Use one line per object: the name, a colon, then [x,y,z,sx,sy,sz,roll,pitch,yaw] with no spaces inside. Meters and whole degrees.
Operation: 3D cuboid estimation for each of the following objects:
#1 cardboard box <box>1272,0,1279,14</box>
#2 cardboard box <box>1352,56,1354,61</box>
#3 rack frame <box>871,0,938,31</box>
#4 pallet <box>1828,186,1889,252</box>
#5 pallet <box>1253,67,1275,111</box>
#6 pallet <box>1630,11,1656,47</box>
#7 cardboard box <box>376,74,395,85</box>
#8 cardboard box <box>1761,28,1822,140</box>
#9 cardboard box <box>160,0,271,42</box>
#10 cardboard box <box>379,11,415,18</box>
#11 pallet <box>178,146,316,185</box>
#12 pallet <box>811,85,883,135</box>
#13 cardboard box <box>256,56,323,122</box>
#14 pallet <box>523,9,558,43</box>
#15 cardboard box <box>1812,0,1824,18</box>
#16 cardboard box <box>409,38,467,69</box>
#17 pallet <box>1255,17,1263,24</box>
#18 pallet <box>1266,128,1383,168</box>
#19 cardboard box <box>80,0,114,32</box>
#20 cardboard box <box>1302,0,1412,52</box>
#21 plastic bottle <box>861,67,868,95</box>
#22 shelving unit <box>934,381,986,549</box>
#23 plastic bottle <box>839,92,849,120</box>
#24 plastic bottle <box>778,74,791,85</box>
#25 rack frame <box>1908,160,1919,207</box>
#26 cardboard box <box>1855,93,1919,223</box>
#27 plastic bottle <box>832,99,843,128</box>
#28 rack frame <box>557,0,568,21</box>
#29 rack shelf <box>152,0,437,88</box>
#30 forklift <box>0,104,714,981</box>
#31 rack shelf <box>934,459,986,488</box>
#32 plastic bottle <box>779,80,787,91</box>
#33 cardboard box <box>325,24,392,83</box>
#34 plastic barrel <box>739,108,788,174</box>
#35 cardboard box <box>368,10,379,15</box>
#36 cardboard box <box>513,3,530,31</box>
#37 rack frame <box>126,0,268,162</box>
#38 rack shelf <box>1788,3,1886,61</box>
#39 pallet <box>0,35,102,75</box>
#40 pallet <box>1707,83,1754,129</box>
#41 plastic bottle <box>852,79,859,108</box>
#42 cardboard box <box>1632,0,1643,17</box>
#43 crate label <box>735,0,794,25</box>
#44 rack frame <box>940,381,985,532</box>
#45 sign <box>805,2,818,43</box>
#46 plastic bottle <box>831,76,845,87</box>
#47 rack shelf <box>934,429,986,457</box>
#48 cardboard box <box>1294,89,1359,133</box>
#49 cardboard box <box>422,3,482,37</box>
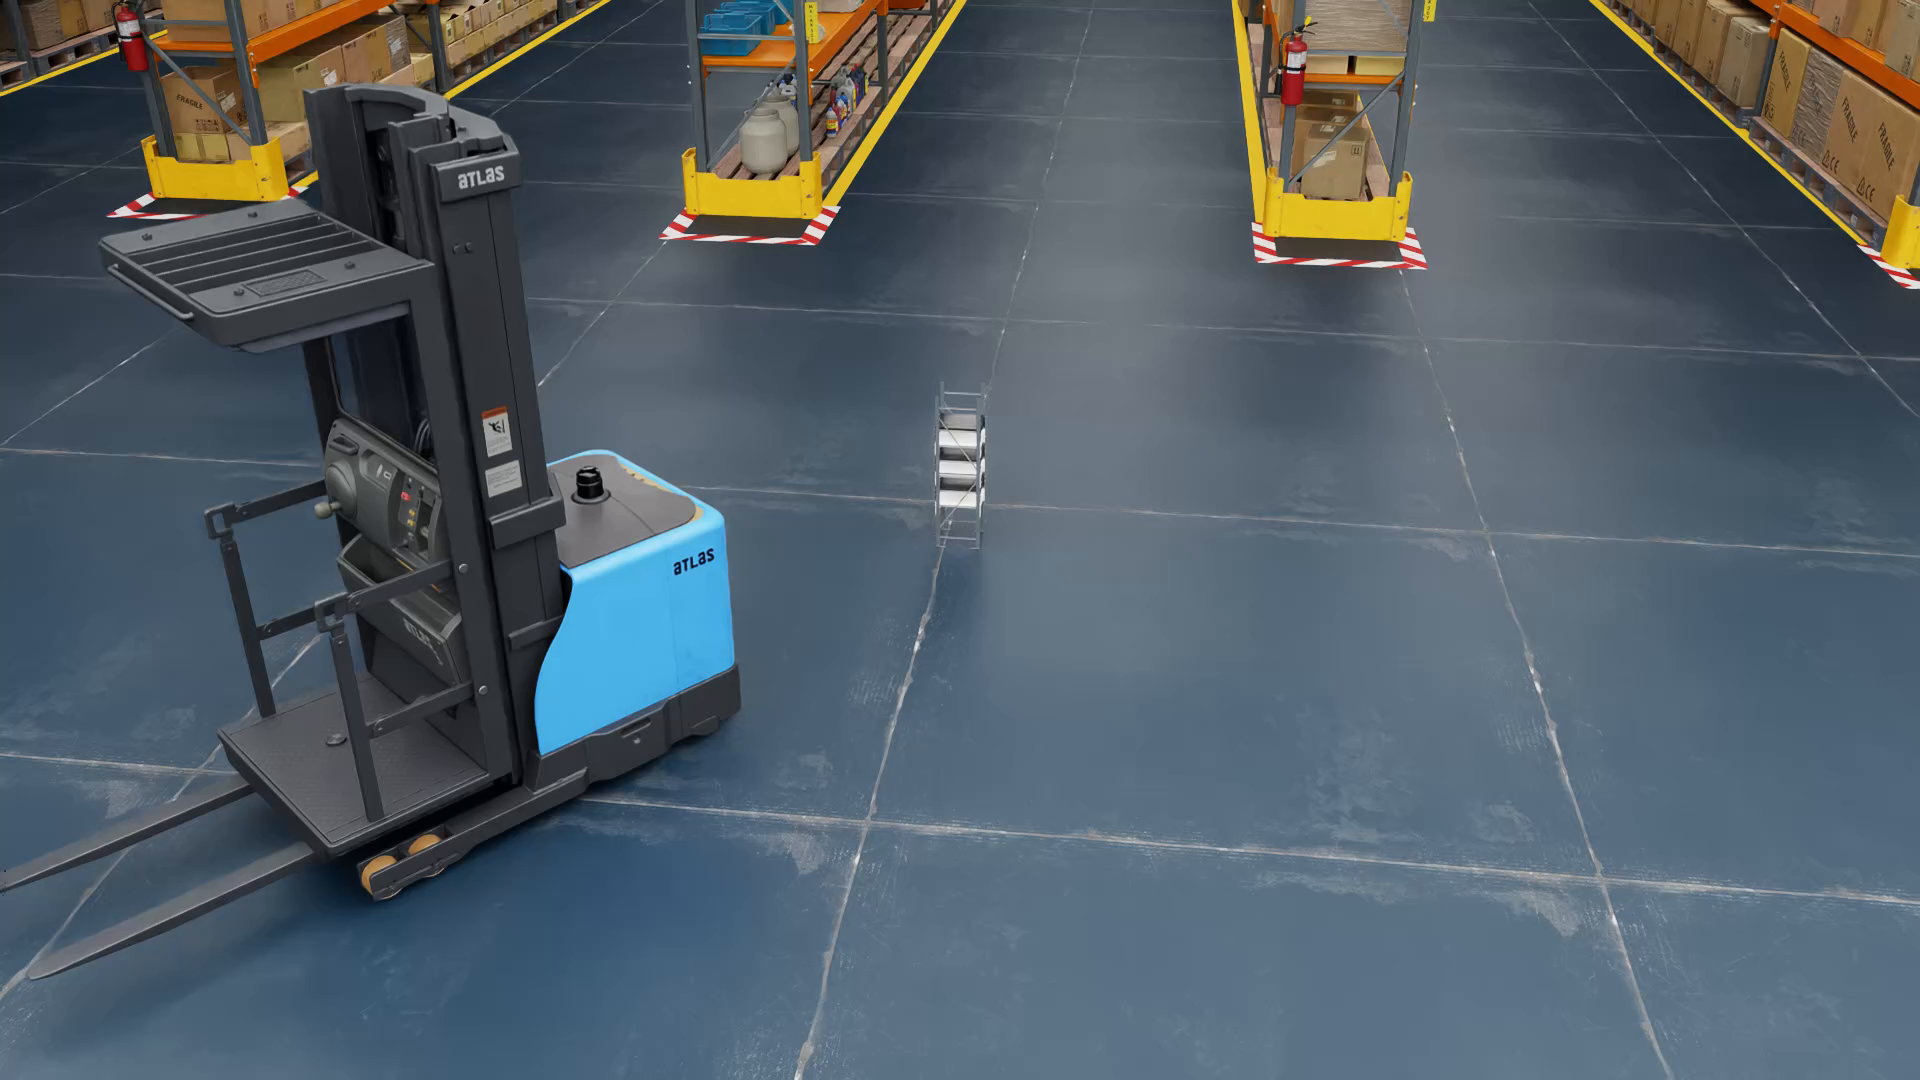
cardboard box: [3.173,-5.107,15.831,0.380,0.149,0.250,3,28,6]
cardboard box: [3.468,-4.014,13.803,0.380,0.149,0.250,3,28,6]
rack frame: [-0.788,-7.941,20.828,1.000,3.000,0.127,3,28,6]
pallet: [8.078,-2.705,14.049,1.003,0.211,1.213,3,28,6]
pallet: [3.731,-4.910,18.140,1.003,0.211,1.213,3,28,6]
pallet: [9.135,-6.458,21.014,1.003,0.211,1.213,3,28,6]
cardboard box: [-6.152,-4.620,17.120,0.500,0.250,0.500,3,28,6]
cardboard box: [8.401,-4.392,16.038,0.875,0.875,0.875,4,29,7]
cardboard box: [-6.614,-4.728,14.758,0.700,0.500,0.500,3,28,6]
cardboard box: [-6.429,-5.777,18.675,0.500,0.311,0.500,3,28,6]
pallet: [-6.632,-3.600,15.710,1.003,0.211,1.213,3,28,6]
pallet: [-1.402,-4.517,17.412,1.003,0.211,1.213,3,28,6]
cardboard box: [-6.338,-4.245,15.632,0.500,0.500,0.500,3,28,6]
pallet: [-5.844,-6.618,21.312,1.003,0.211,1.213,3,28,6]
cardboard box: [8.469,-5.066,15.333,0.875,0.550,0.550,3,28,6]
cardboard box: [-5.899,-5.498,18.749,0.500,0.250,0.500,3,28,5]
pallet: [4.299,-6.793,21.636,1.003,0.211,1.213,3,28,6]
pallet: [3.443,-3.649,15.800,1.003,0.211,1.213,3,28,6]
cardboard box: [-10.921,-6.559,20.433,0.700,0.500,0.500,4,29,7]
cardboard box: [3.242,-4.320,13.687,0.875,0.500,0.500,3,28,6]
plastic bottle: [-1.010,-4.811,17.417,0.061,0.283,0.133,5,29,9]
shelving unit: [0.001,-0.400,9.044,0.258,0.900,0.210,3,28,6]
plastic bottle: [-1.158,-4.307,16.495,0.097,0.271,0.097,0,28,0]
plastic bottle: [-1.812,-4.641,17.031,0.144,0.351,0.185,2,28,4]
rack frame: [8.057,-3.552,12.680,1.000,3.000,0.127,3,28,6]
cardboard box: [8.075,-3.124,13.684,0.875,0.875,0.875,4,29,6]
plastic bottle: [-1.195,-4.165,16.231,0.097,0.271,0.097,0,28,0]
rack frame: [-5.704,-8.231,21.365,1.000,3.000,0.127,3,28,6]
rack shelf: [-6.439,-5.090,16.294,1.077,0.370,4.000,3,28,6]
forklift: [-2.460,-0.102,6.416,2.937,2.867,1.118,-24,37,-37]
rack shelf: [0.001,-0.371,9.059,0.258,0.077,0.200,3,28,6]
plastic bottle: [-1.793,-4.535,16.918,0.097,0.271,0.097,0,28,0]
cardboard box: [-6.164,-4.951,16.944,0.500,0.500,0.500,3,28,6]
plastic barrel: [-1.764,-3.579,14.912,0.421,0.512,0.421,0,28,0]
cardboard box: [-6.562,-5.452,17.874,0.500,0.500,0.500,3,28,6]
cardboard box: [-5.651,-6.464,20.542,0.500,0.250,0.500,4,29,7]
rack frame: [-6.684,-4.465,14.376,1.000,3.000,0.127,3,28,6]
rack shelf: [8.302,-4.263,14.552,0.919,0.124,3.809,3,28,6]
pallet: [-11.017,-5.773,19.743,1.003,0.211,1.213,3,28,6]
pallet: [8.567,-4.575,17.519,1.003,0.211,1.213,3,28,6]
plastic bottle: [-1.074,-4.567,16.965,0.061,0.283,0.133,5,29,10]
cardboard box: [8.926,-6.971,21.220,0.500,0.500,0.500,4,29,8]
crate label: [-1.812,-5.073,15.467,0.502,0.435,0.616,3,28,6]
rack frame: [0.013,-0.448,9.132,0.240,0.900,0.006,3,28,6]
sign: [-1.223,-4.263,13.709,0.100,0.325,0.005,3,28,6]
plastic bottle: [-1.245,-4.640,17.107,0.152,0.276,0.135,3,28,6]
rack shelf: [0.001,-0.529,8.974,0.258,0.077,0.200,3,28,6]
cardboard box: [3.488,-4.102,15.895,0.500,0.500,0.500,1,28,2]
cardboard box: [-5.830,-5.985,19.061,0.500,0.311,0.500,3,28,6]
